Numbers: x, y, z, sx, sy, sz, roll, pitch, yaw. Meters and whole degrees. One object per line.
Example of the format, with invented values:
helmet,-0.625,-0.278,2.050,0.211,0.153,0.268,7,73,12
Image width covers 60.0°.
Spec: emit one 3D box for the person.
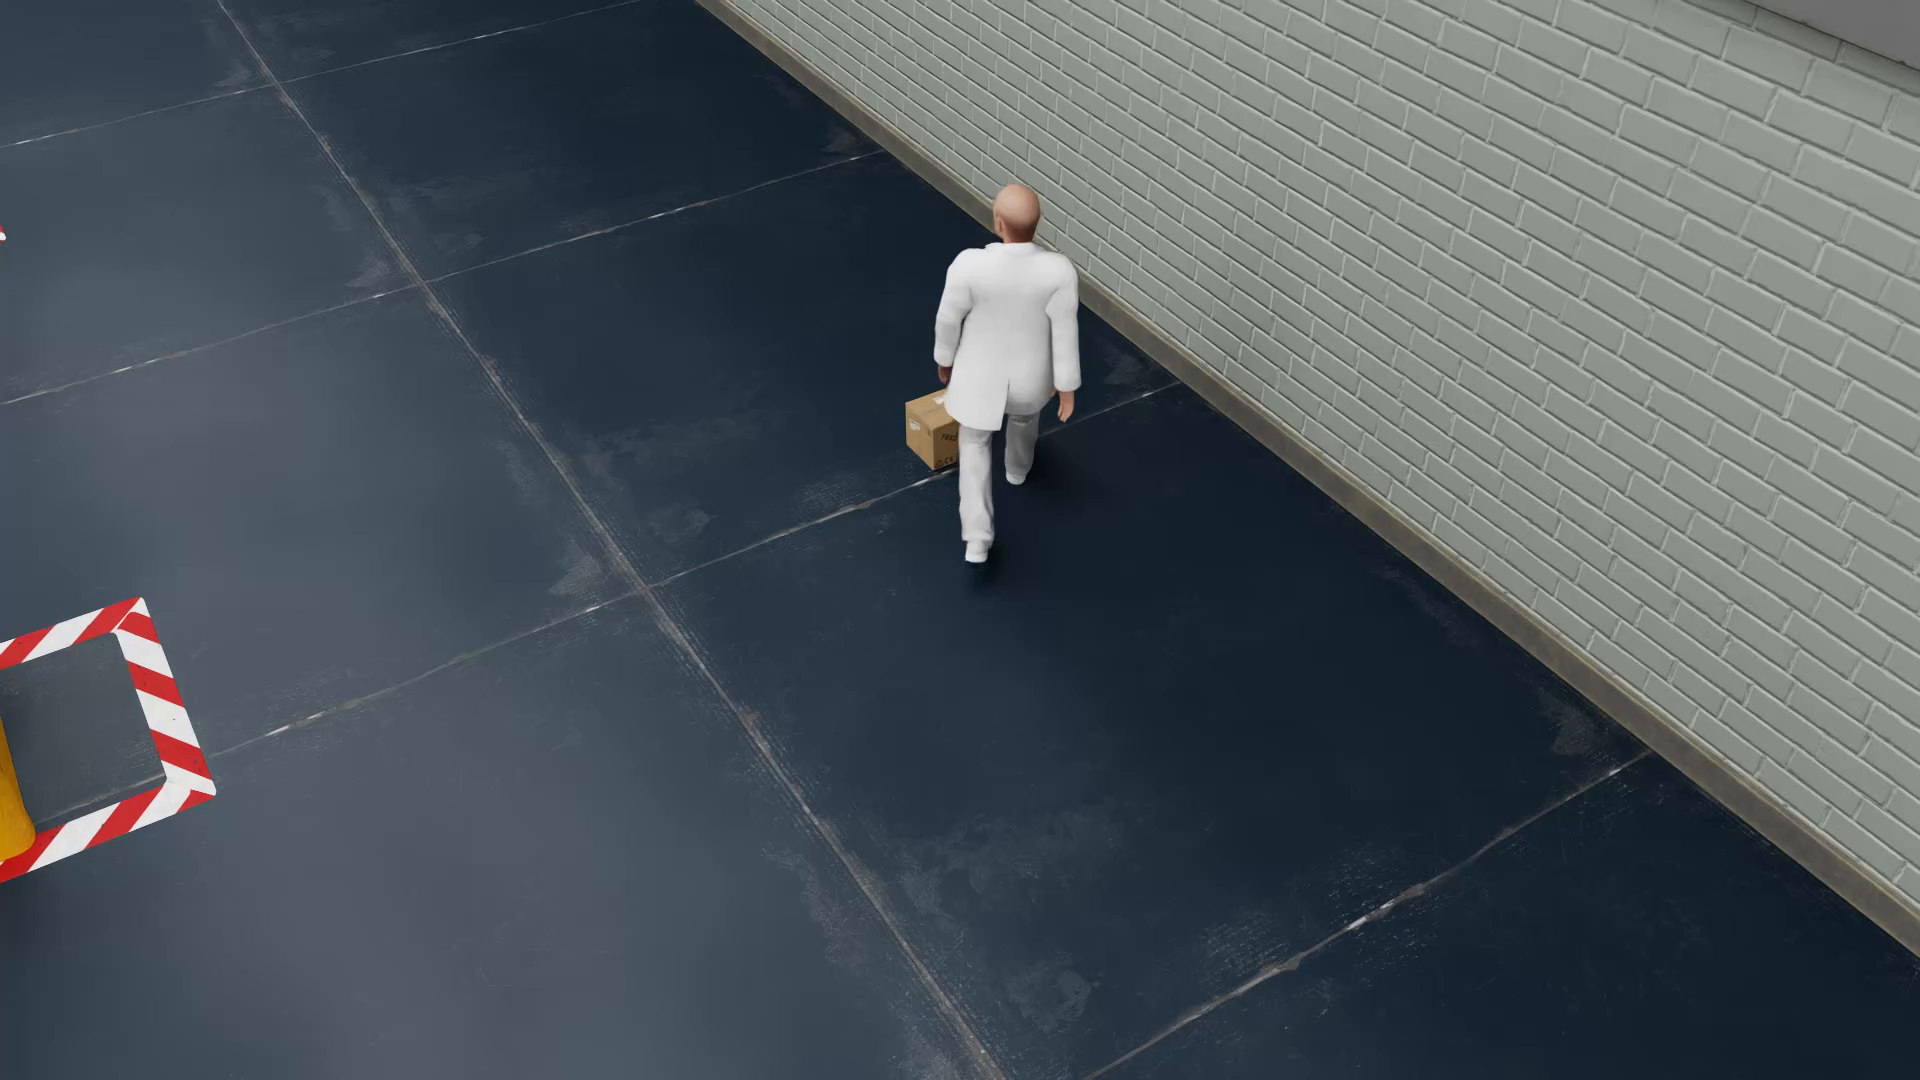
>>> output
person,0.192,-0.788,7.138,0.616,1.727,1.103,-3,40,-3
